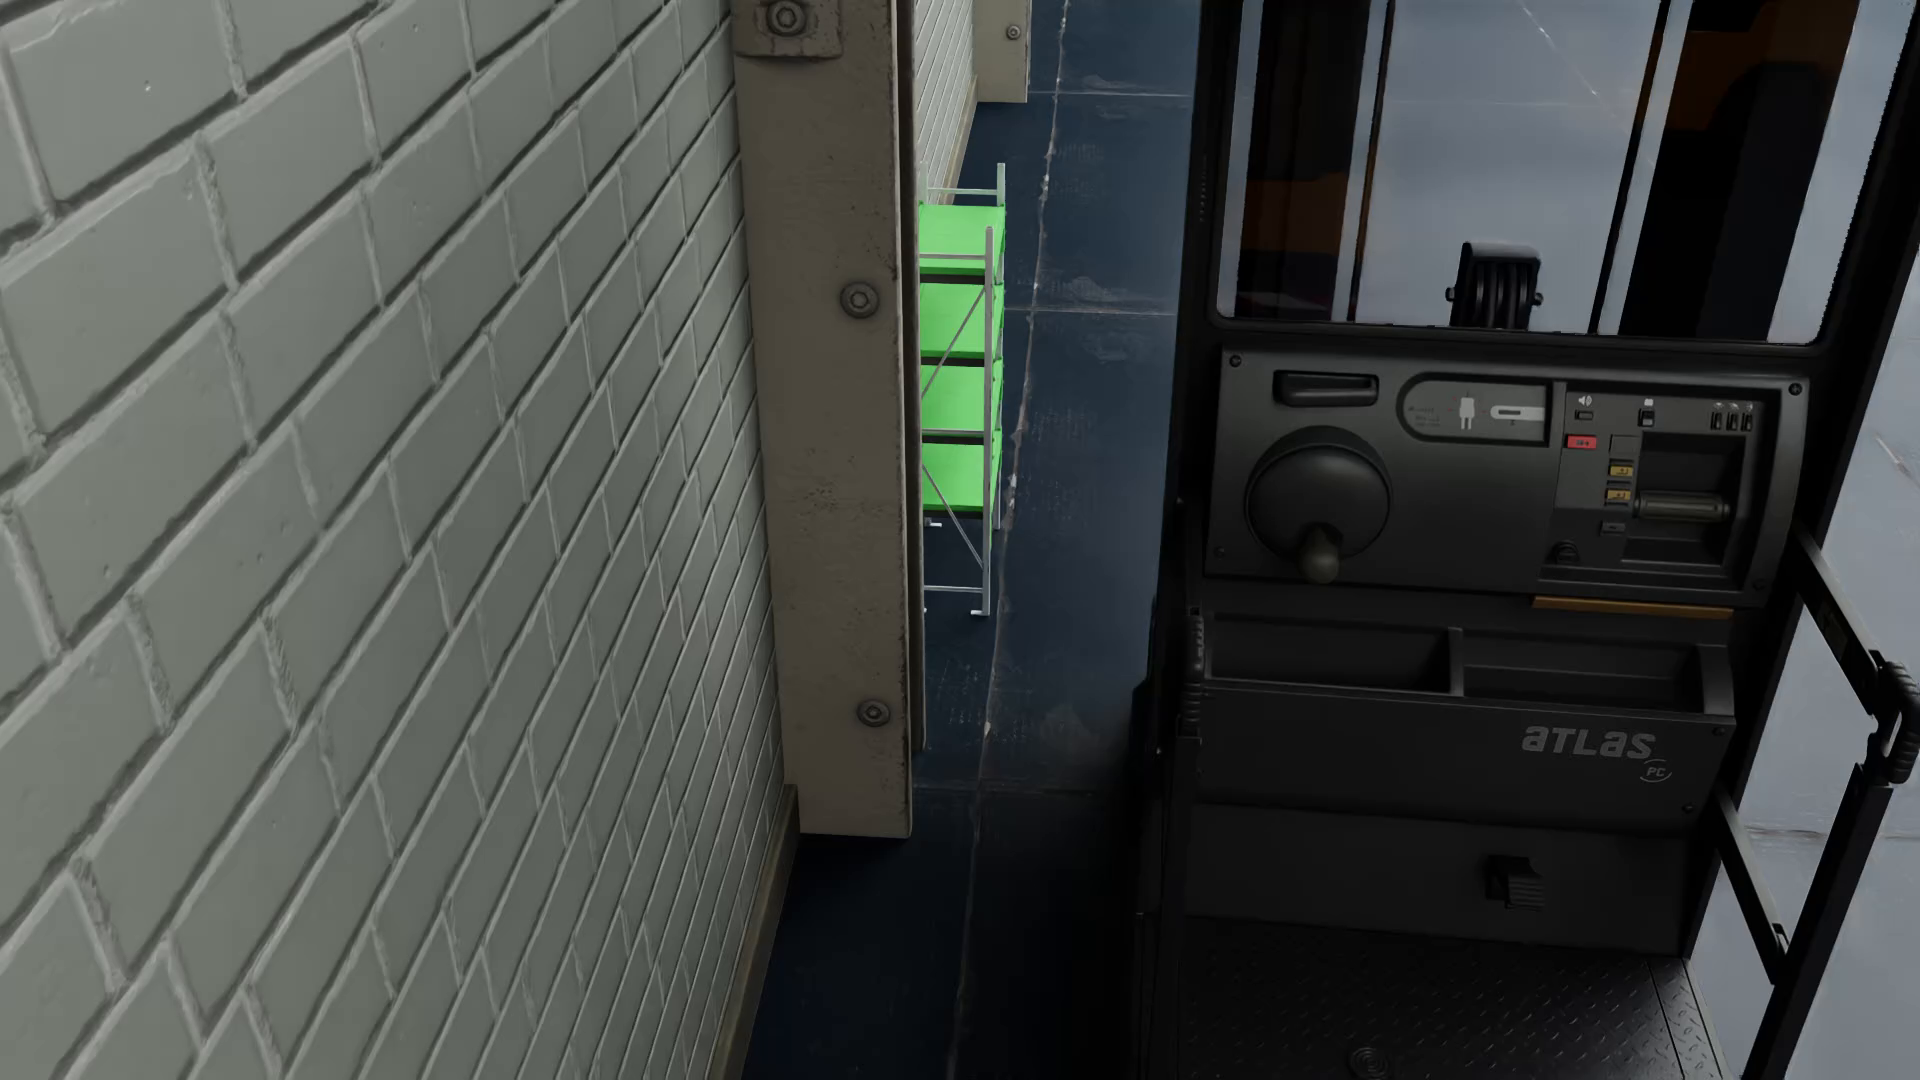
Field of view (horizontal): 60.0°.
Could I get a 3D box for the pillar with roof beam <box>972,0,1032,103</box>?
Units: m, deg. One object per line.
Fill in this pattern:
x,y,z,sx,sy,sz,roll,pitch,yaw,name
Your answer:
4.519,-6.165,6.677,9.100,9.000,0.400,2,32,4,pillar with roof beam

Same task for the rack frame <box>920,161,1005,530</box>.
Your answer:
0.006,-0.552,5.002,0.240,1.200,0.015,2,32,4,rack frame

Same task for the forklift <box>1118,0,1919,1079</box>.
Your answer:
0.865,-0.053,2.543,1.130,2.935,3.031,4,32,6,forklift

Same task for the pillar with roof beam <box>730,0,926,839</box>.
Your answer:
4.031,-3.028,1.586,9.100,9.000,0.400,2,32,4,pillar with roof beam

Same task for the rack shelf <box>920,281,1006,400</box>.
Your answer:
-0.013,-0.574,4.702,0.258,0.148,0.480,2,32,4,rack shelf

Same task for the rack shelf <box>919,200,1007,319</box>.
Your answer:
-0.013,-0.778,4.576,0.258,0.148,0.480,2,32,4,rack shelf

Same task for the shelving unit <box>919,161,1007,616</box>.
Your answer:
-0.013,-0.424,4.795,0.258,1.200,0.503,2,32,4,shelving unit

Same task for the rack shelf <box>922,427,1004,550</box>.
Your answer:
-0.013,-0.166,4.954,0.258,0.148,0.480,2,32,4,rack shelf

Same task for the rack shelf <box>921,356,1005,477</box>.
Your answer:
-0.013,-0.370,4.828,0.258,0.148,0.480,2,32,4,rack shelf

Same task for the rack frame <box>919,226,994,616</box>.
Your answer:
-0.033,-0.297,4.588,0.240,1.200,0.015,2,32,4,rack frame
